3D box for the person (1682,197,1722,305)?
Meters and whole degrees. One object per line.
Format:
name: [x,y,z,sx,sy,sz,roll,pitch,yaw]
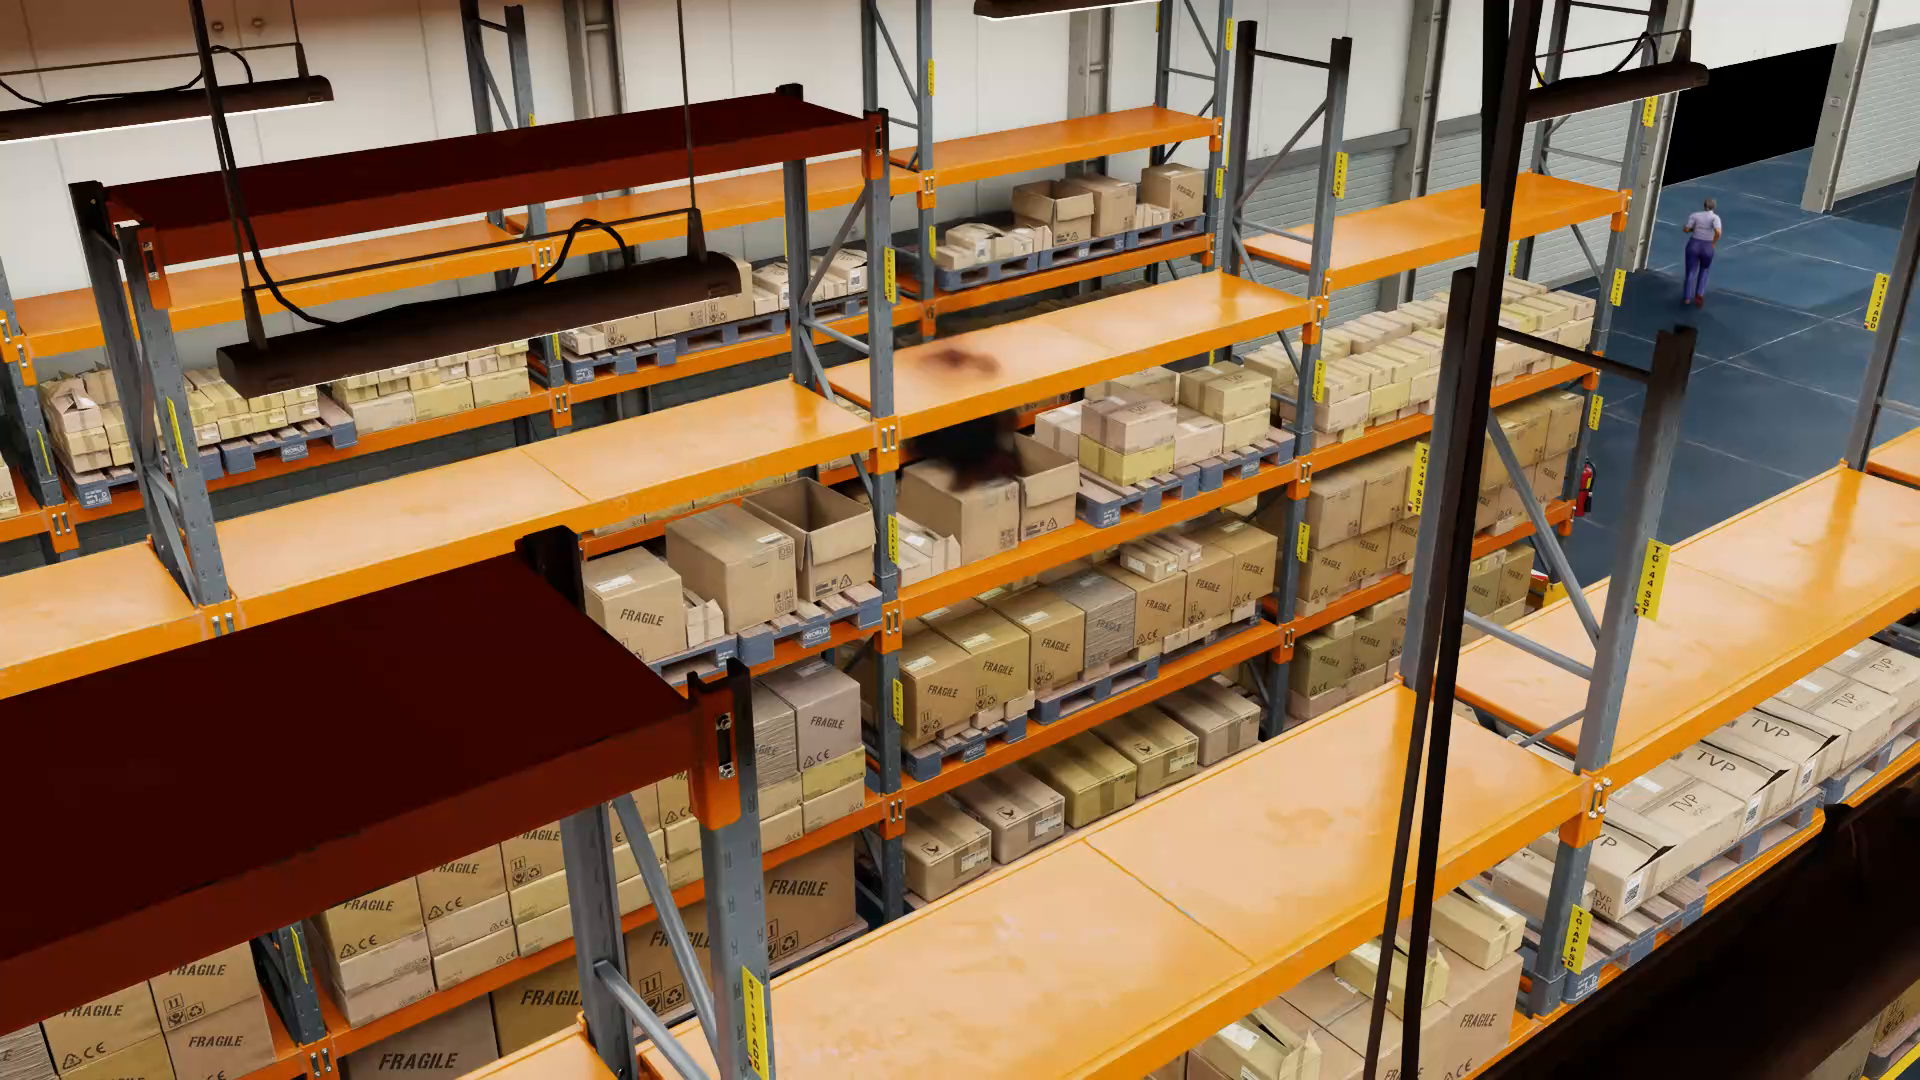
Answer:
person: [11.176,-4.334,25.165,0.572,1.695,0.726,14,30,27]
